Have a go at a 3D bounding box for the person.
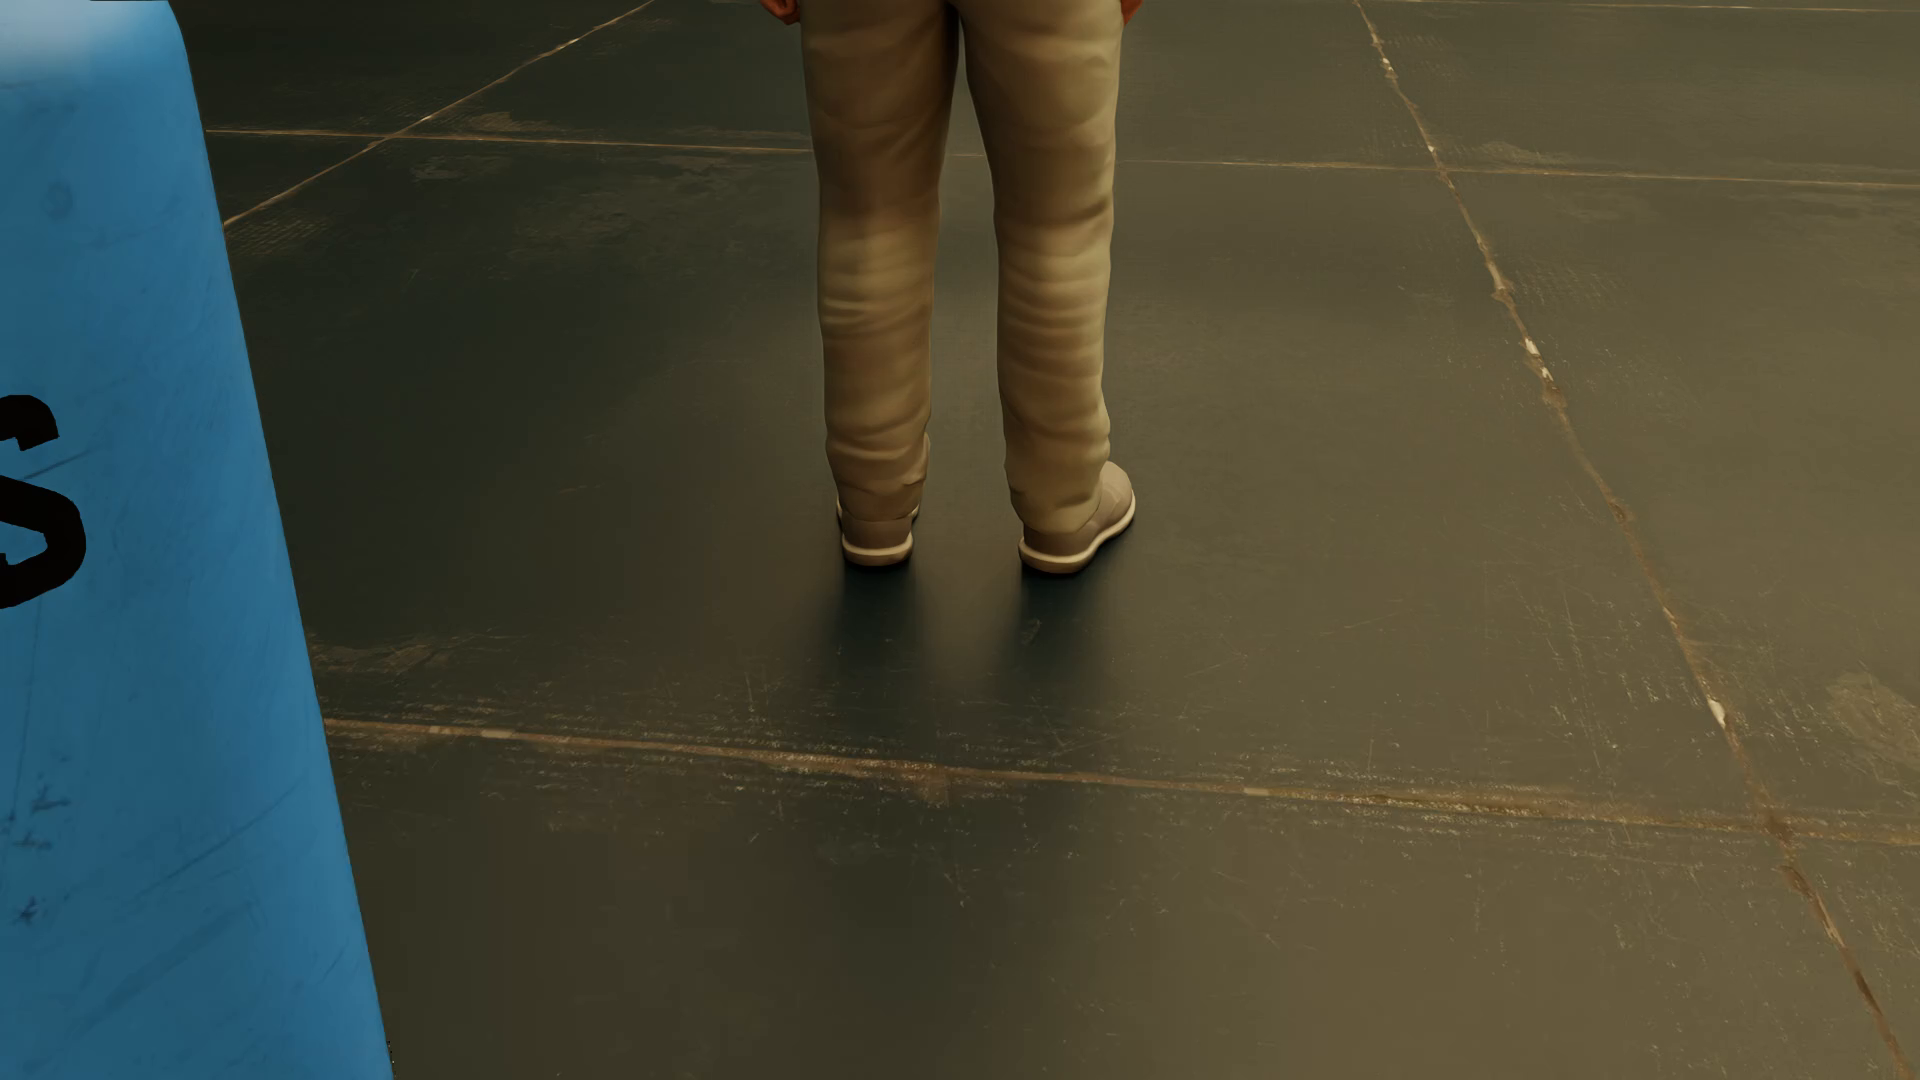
[{"bbox_3d":[-0.005,-0.793,2.112,0.526,1.770,0.407,3,27,7],"label":"person"}]
